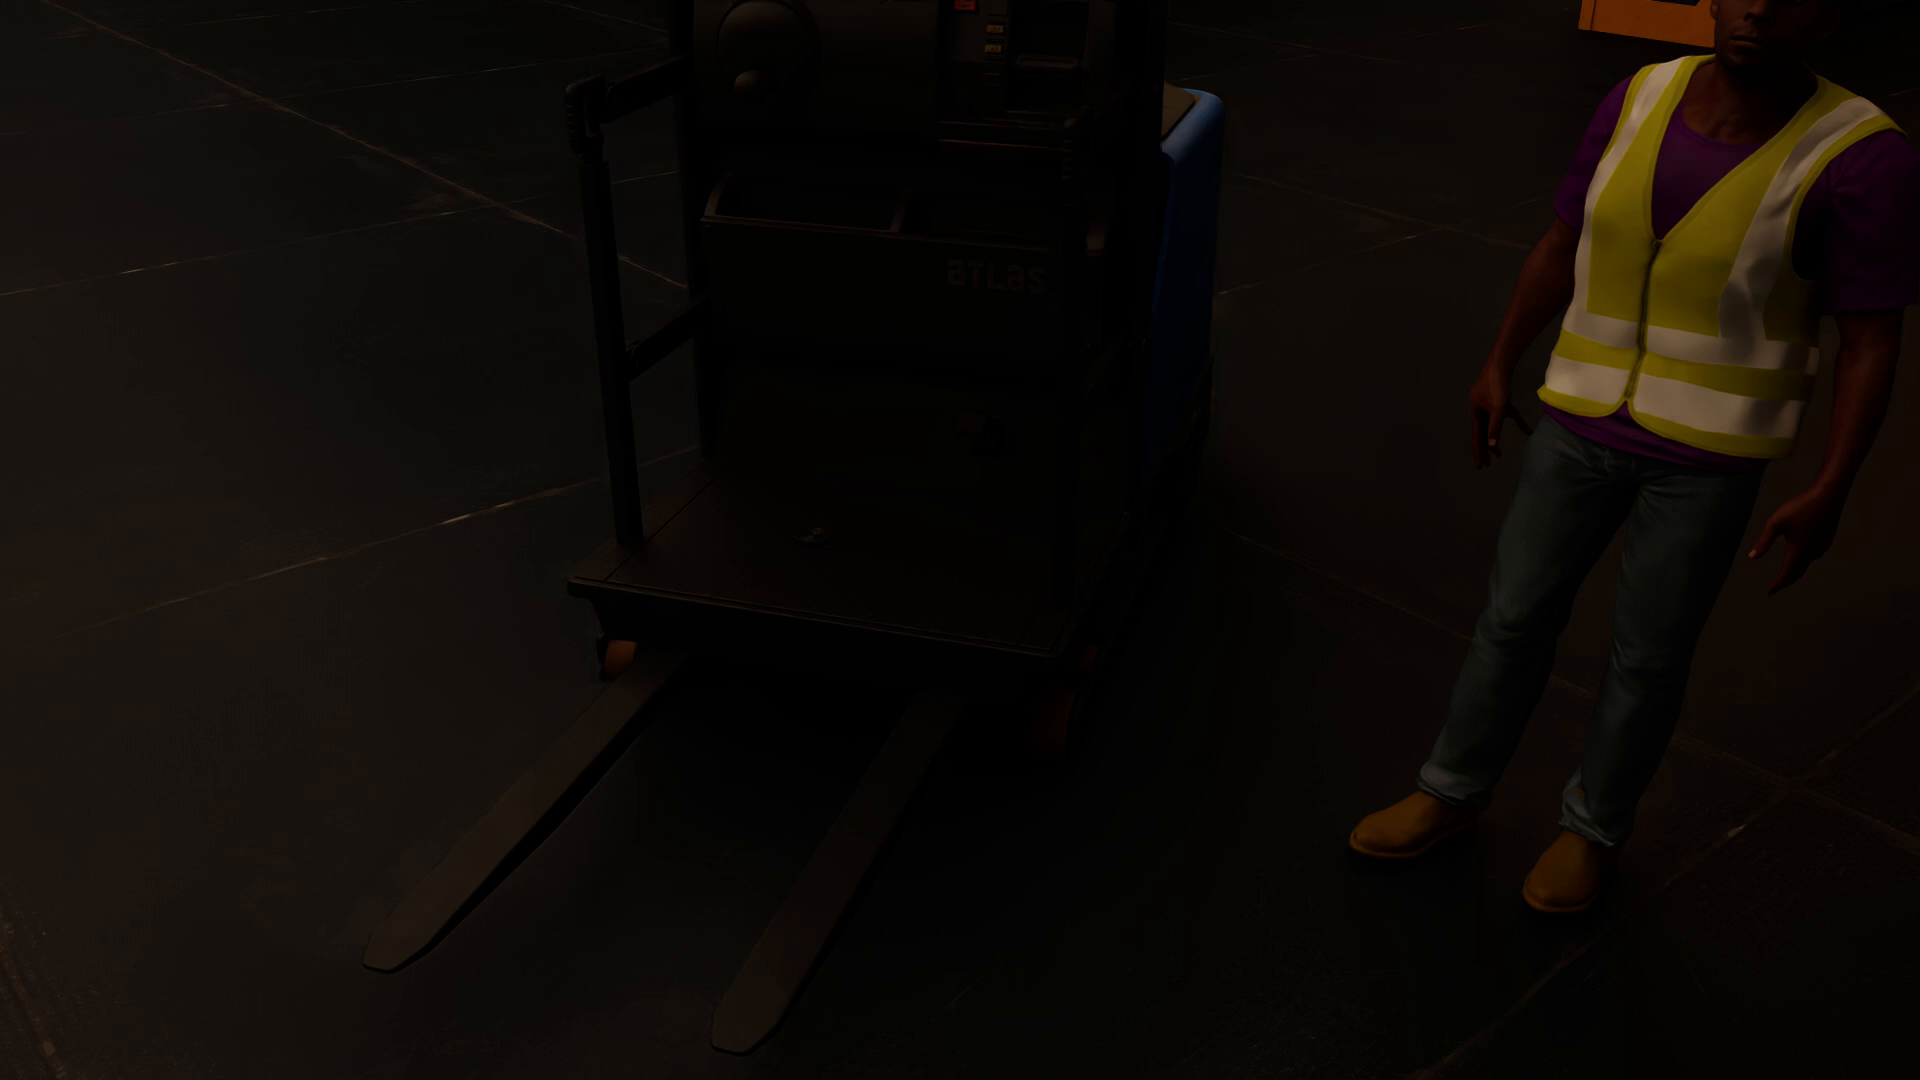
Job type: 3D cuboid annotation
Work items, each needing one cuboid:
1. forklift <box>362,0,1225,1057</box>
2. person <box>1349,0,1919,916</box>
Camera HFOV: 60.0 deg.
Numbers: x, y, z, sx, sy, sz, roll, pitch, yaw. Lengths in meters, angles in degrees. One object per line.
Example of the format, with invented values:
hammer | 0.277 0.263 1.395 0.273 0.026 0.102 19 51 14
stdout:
forklift | -0.182 -1.037 3.293 1.130 2.935 3.031 8 27 16
person | 1.147 -0.157 2.826 0.561 1.764 0.670 -22 34 -37
